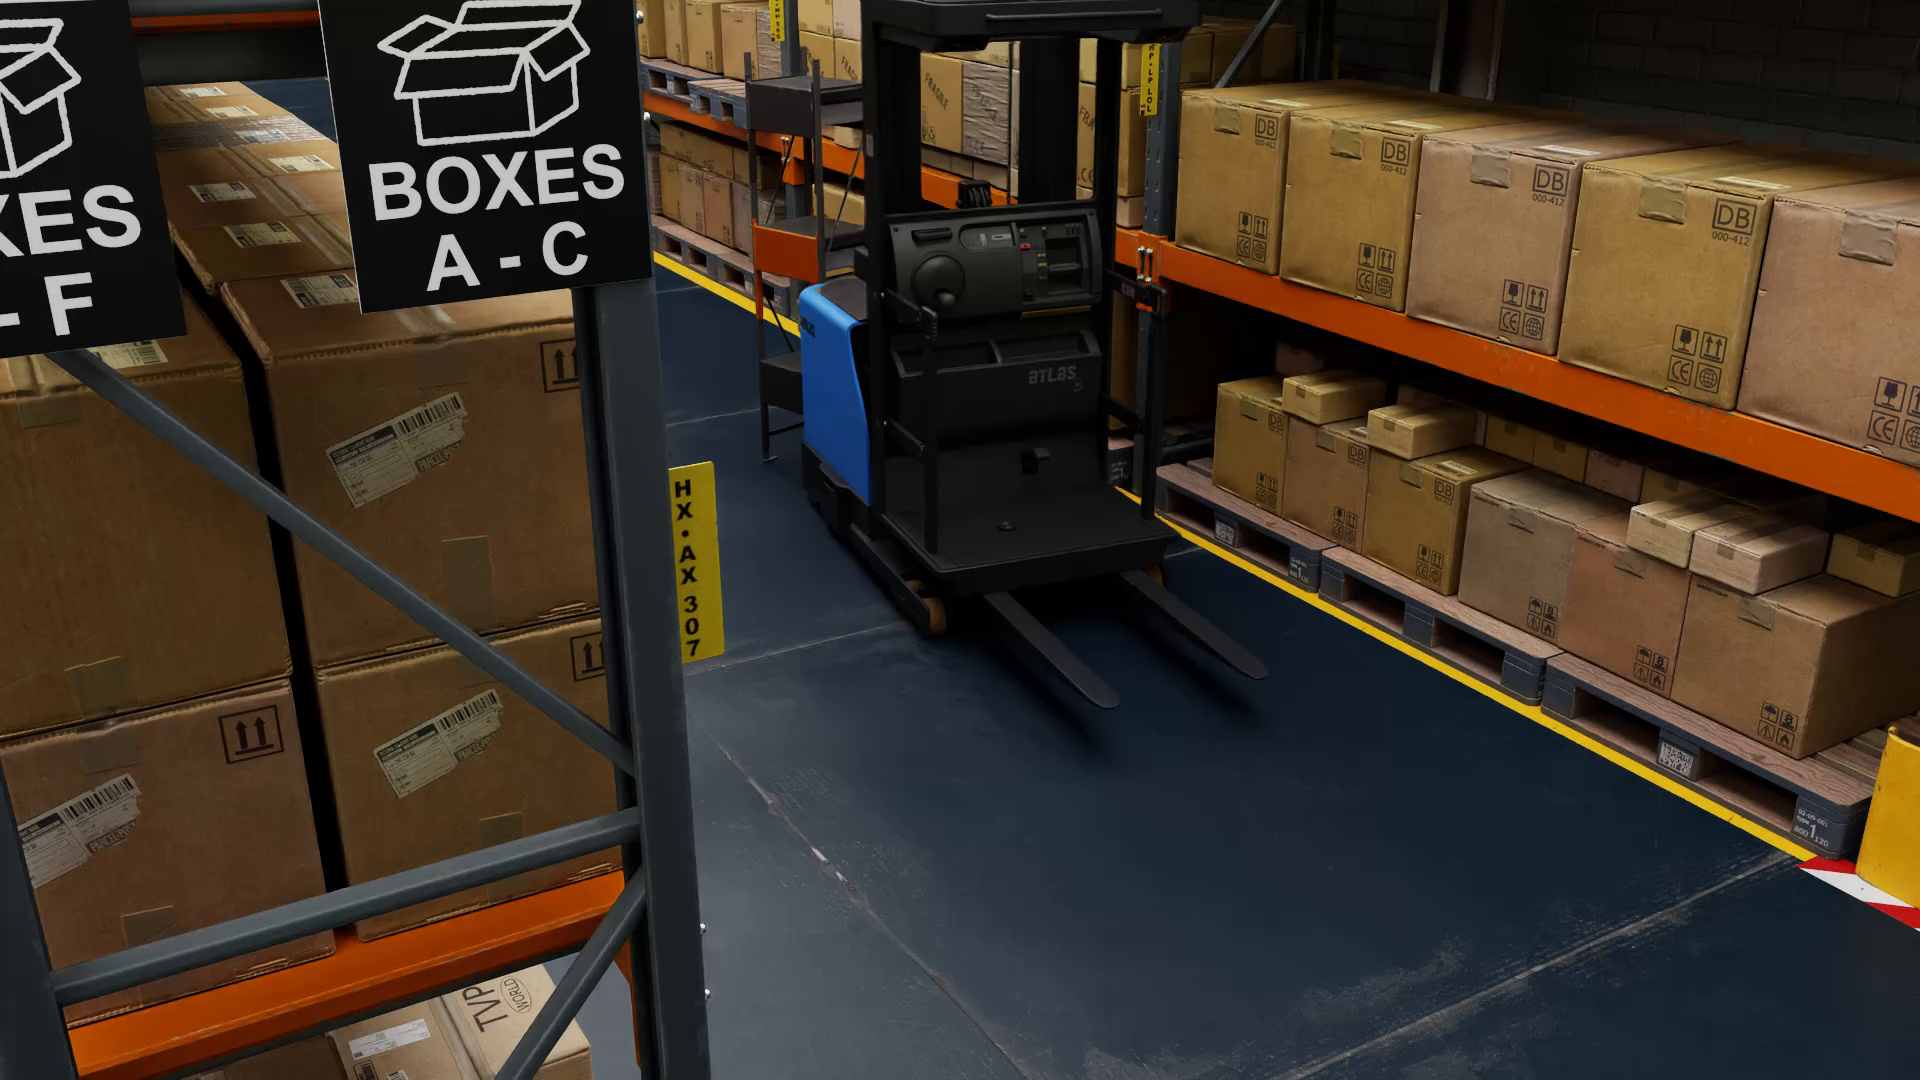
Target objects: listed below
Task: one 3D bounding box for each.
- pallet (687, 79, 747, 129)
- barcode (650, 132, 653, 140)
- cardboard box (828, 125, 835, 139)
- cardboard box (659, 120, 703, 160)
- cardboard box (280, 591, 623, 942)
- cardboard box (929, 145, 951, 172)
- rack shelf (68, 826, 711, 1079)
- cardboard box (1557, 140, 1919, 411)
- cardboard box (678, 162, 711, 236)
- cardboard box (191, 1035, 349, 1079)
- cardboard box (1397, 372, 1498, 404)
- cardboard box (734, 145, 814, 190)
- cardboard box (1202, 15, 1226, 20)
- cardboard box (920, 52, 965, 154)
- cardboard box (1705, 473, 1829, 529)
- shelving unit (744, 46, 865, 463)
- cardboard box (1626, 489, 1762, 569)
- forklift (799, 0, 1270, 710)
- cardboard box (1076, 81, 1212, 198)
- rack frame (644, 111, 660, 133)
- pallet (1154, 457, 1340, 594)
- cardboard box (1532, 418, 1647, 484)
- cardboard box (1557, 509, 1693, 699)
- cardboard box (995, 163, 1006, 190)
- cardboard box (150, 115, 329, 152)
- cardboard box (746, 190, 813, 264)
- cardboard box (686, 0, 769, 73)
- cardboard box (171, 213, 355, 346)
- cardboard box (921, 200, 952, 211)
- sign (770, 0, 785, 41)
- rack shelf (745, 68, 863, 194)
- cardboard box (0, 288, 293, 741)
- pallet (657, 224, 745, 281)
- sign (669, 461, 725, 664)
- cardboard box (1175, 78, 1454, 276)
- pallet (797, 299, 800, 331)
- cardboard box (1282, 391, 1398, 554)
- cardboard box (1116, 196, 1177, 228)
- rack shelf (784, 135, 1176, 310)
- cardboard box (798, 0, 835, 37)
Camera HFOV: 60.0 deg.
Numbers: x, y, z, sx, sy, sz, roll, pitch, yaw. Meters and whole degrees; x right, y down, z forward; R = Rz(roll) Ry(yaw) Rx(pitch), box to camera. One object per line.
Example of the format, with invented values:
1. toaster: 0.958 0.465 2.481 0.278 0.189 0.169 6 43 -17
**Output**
1. pallet: -1.173 -3.120 11.757 1.213 0.211 1.003 -13 25 -28
2. barcode: -2.830 -3.708 15.261 0.001 0.075 0.075 -13 25 -28
3. cardboard box: -0.627 -2.657 10.671 0.380 0.149 0.250 -12 25 -28
4. cardboard box: -2.142 -3.309 13.709 0.500 0.250 0.500 -13 26 -29
5. cardboard box: -0.887 0.305 2.945 0.500 0.500 0.500 -12 25 -27
6. cardboard box: 0.045 -2.245 9.659 0.380 0.149 0.250 -12 25 -28
7. rack shelf: -1.909 0.231 4.214 1.077 0.370 4.000 -13 25 -28
8. cardboard box: 2.719 -0.944 5.752 0.980 0.700 0.700 -13 25 -29
9. cardboard box: -1.837 -2.773 13.386 0.700 0.500 0.500 -12 25 -28
10. cardboard box: -1.377 1.371 3.190 0.500 0.500 0.500 -13 25 -28
11. cardboard box: 2.123 -0.608 7.225 0.380 0.149 0.250 -14 26 -30
12. cardboard box: -1.367 -2.811 12.483 0.500 0.250 0.500 -12 25 -27
13. cardboard box: 1.042 -2.611 8.702 0.500 0.250 0.500 -12 25 -28
14. cardboard box: 0.096 -2.486 9.389 0.500 0.500 0.500 -12 25 -27
15. cardboard box: 2.902 -0.115 6.011 0.380 0.149 0.250 -13 25 -28
16. shelving unit: -0.726 -1.376 8.409 0.503 2.100 0.431 19 29 39
17. cardboard box: 2.573 -0.042 5.832 0.380 0.149 0.250 -12 25 -27
18. forklift: 0.240 -1.140 6.723 1.130 2.935 3.031 -9 24 -20
19. cardboard box: 0.874 -1.998 8.188 0.500 0.500 0.500 -13 26 -29
20. rack frame: -2.760 -4.293 14.390 1.000 3.000 0.127 -13 25 -28
21. pallet: 1.648 -0.150 7.901 1.003 0.211 1.213 -13 25 -28
22. cardboard box: 2.513 -0.361 6.616 0.380 0.149 0.250 -12 25 -28
23. cardboard box: 2.670 0.186 6.133 0.700 0.500 0.500 -13 25 -28
24. cardboard box: 0.414 -1.987 9.023 0.380 0.149 0.250 -13 25 -28
25. cardboard box: -1.928 -0.816 4.376 0.500 0.500 0.500 -12 25 -28
26. cardboard box: -1.130 -2.267 12.141 0.700 0.500 0.500 -12 25 -27
27. cardboard box: -1.621 -3.798 12.454 0.700 0.500 0.500 -13 25 -28
28. cardboard box: -1.161 -0.326 3.170 0.500 0.500 0.500 -12 25 -28
29. cardboard box: -0.012 -1.649 10.181 0.750 0.750 0.750 -13 25 -28
30. sign: -1.179 -3.390 10.737 0.100 0.325 0.005 -13 25 -28
31. rack shelf: -0.726 -2.012 8.151 0.480 0.518 0.431 19 29 39
32. cardboard box: -1.351 -0.055 2.503 0.500 0.500 0.500 -13 25 -29
33. pallet: -1.734 -2.354 13.323 1.003 0.211 1.213 -13 25 -28
34. sign: -0.421 0.040 2.580 0.100 0.325 0.005 -13 25 -28
35. cardboard box: 1.589 -1.664 7.522 0.980 0.700 0.700 -12 25 -27
36. pallet: -0.379 -1.437 11.066 1.003 0.211 1.213 -13 25 -28
37. cardboard box: 1.874 -0.315 7.364 0.700 0.500 0.500 -13 25 -29
38. cardboard box: 0.910 -1.651 8.197 0.380 0.149 0.250 -12 25 -28
39. rack shelf: 0.305 -2.017 9.747 1.077 0.370 4.000 -13 25 -28
40. cardboard box: -0.692 -3.333 10.478 0.500 0.250 0.500 -12 25 -27
